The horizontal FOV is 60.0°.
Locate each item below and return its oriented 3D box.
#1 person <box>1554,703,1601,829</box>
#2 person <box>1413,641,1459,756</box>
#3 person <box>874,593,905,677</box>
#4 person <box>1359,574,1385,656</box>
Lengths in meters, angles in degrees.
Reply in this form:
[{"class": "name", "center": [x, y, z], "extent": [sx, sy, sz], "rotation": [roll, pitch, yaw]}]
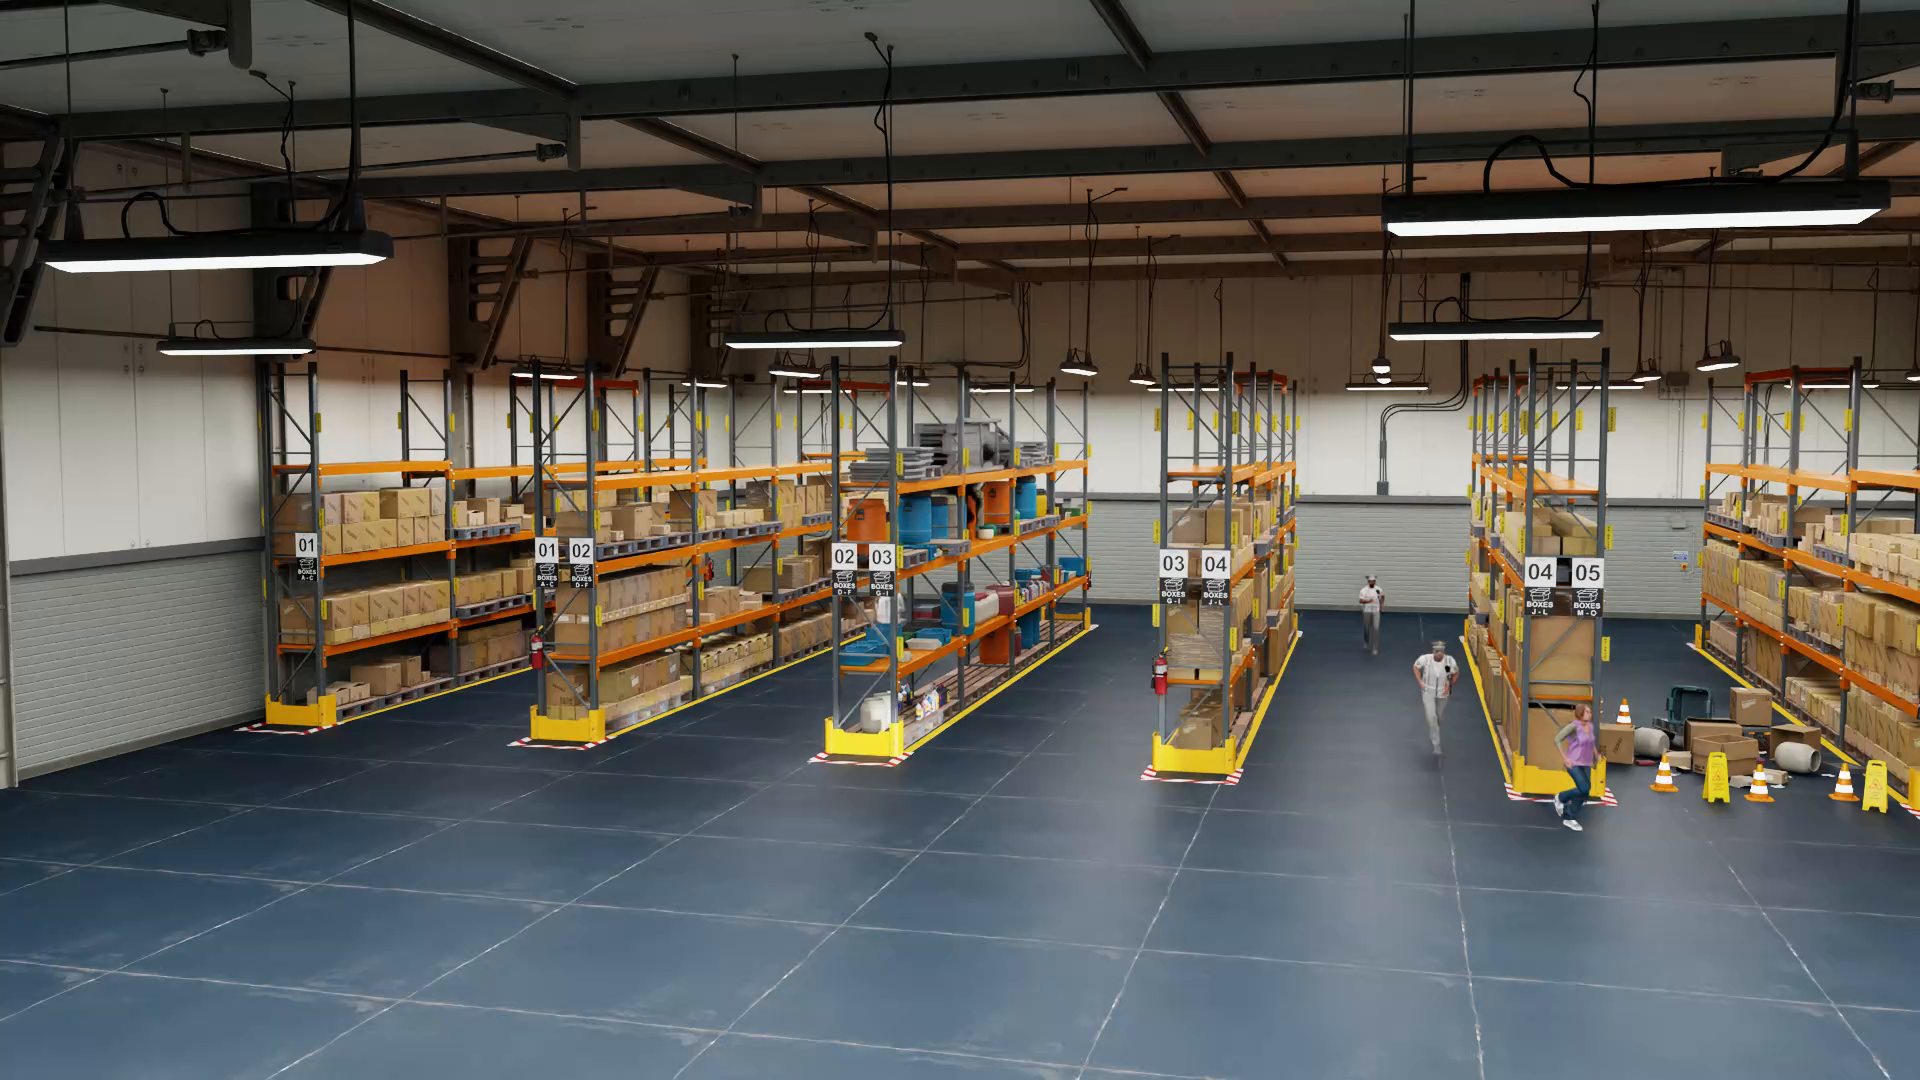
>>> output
[{"class": "person", "center": [7.642, 2.789, 20.547], "extent": [0.549, 1.558, 0.526], "rotation": [-2, 5, -29]}, {"class": "person", "center": [7.283, 2.372, 25.479], "extent": [0.673, 1.758, 0.993], "rotation": [1, 4, 12]}, {"class": "person", "center": [-1.353, 1.629, 31.637], "extent": [0.638, 1.891, 0.754], "rotation": [0, 4, 7]}, {"class": "person", "center": [8.963, 1.607, 36.200], "extent": [0.558, 1.747, 0.855], "rotation": [1, 4, 10]}]
